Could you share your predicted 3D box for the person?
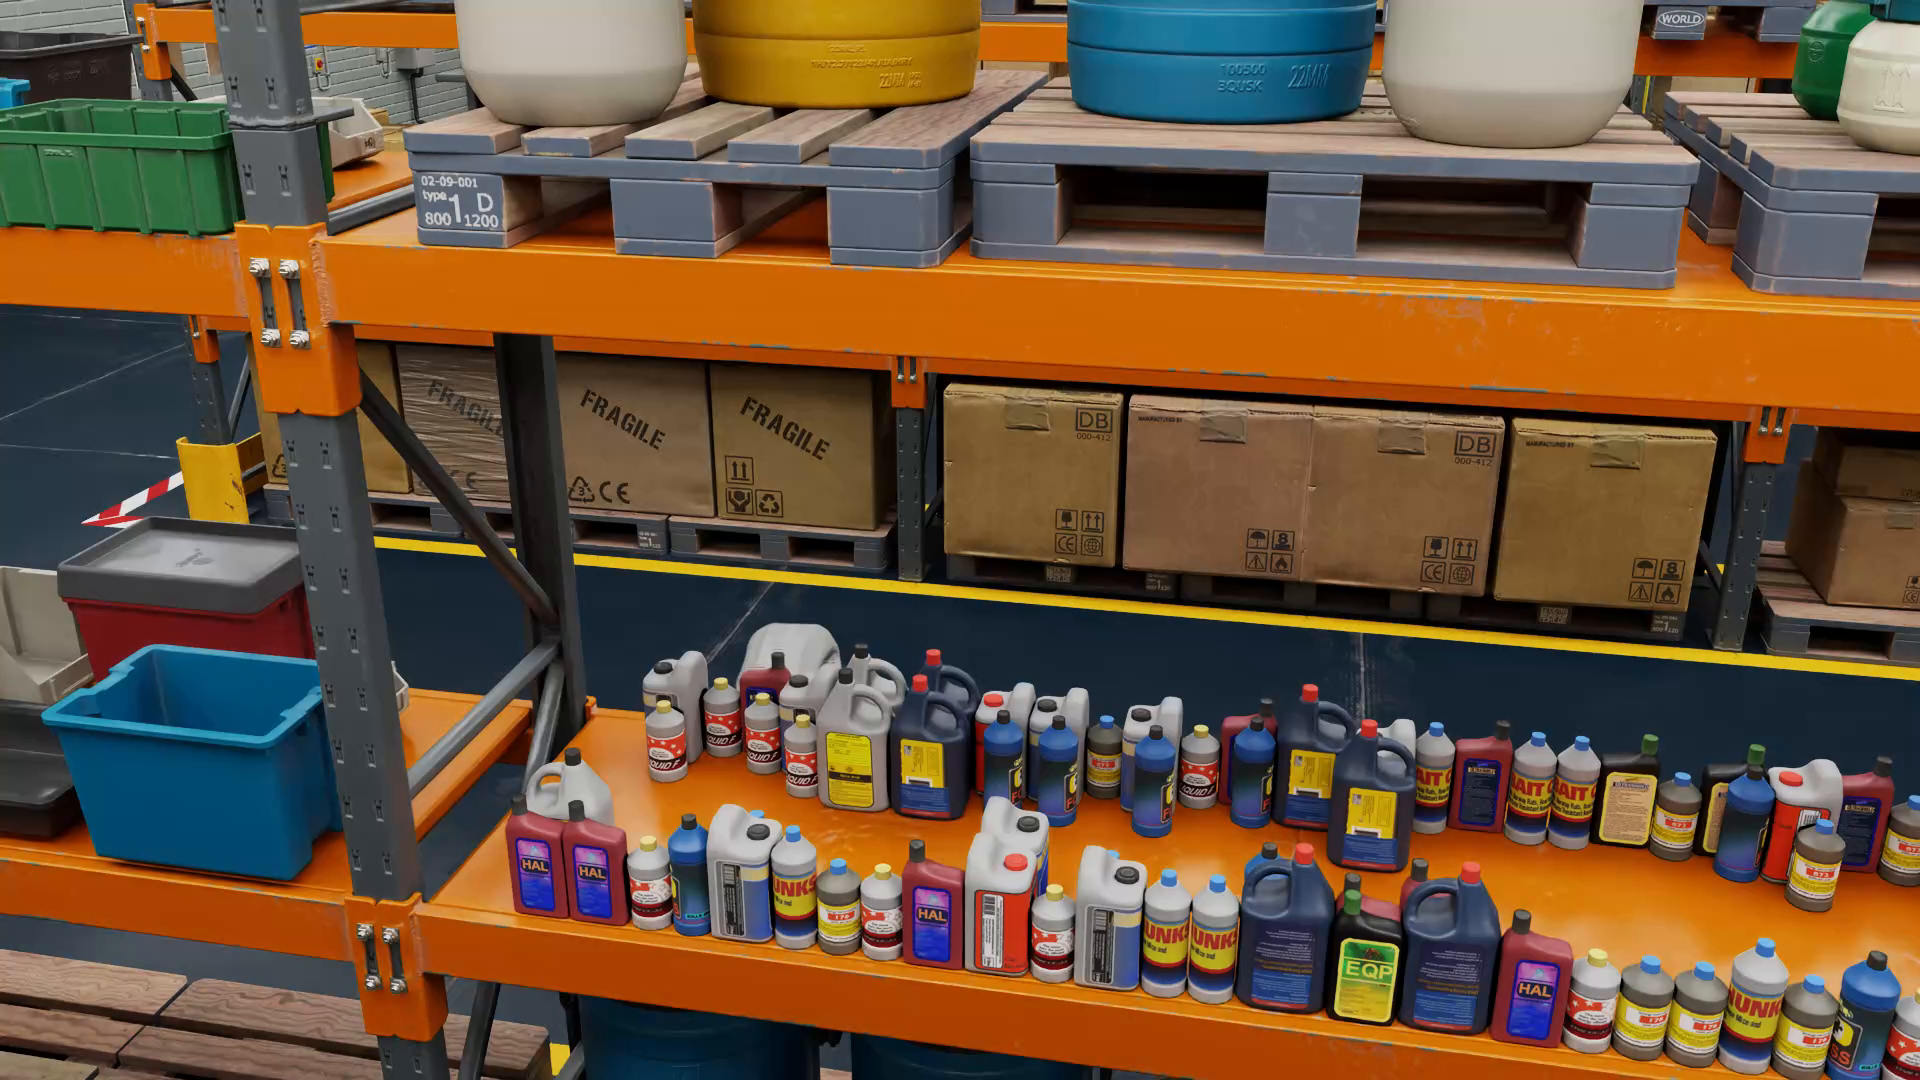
[{"bbox_3d":[-0.611,0.389,6.135,0.475,1.592,0.346,3,22,8],"label":"person"}]
